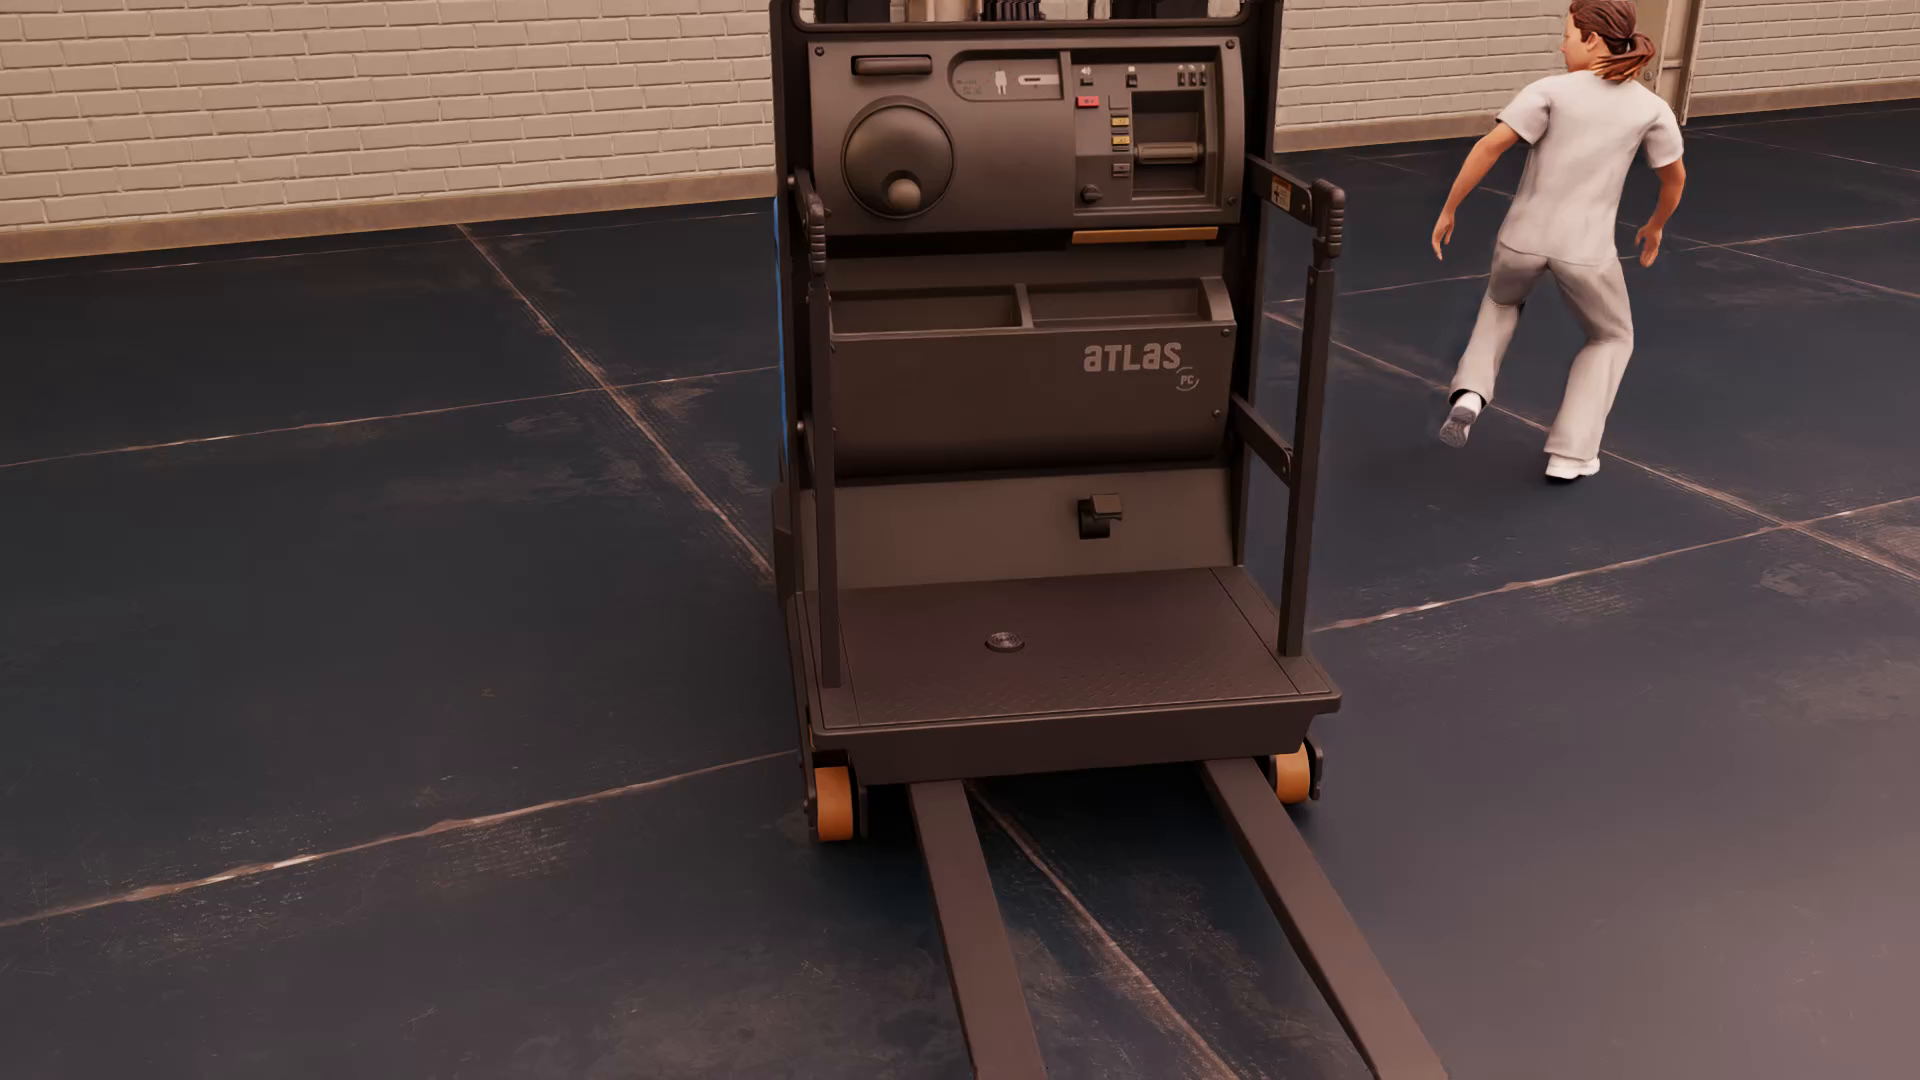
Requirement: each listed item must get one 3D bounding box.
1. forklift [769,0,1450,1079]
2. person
[{"bbox_3d":[0.181,-0.853,3.339,1.130,2.935,3.031,-3,23,-8],"label":"forklift"},{"bbox_3d":[1.942,-0.976,5.428,0.714,1.576,0.536,10,25,23],"label":"person"}]
